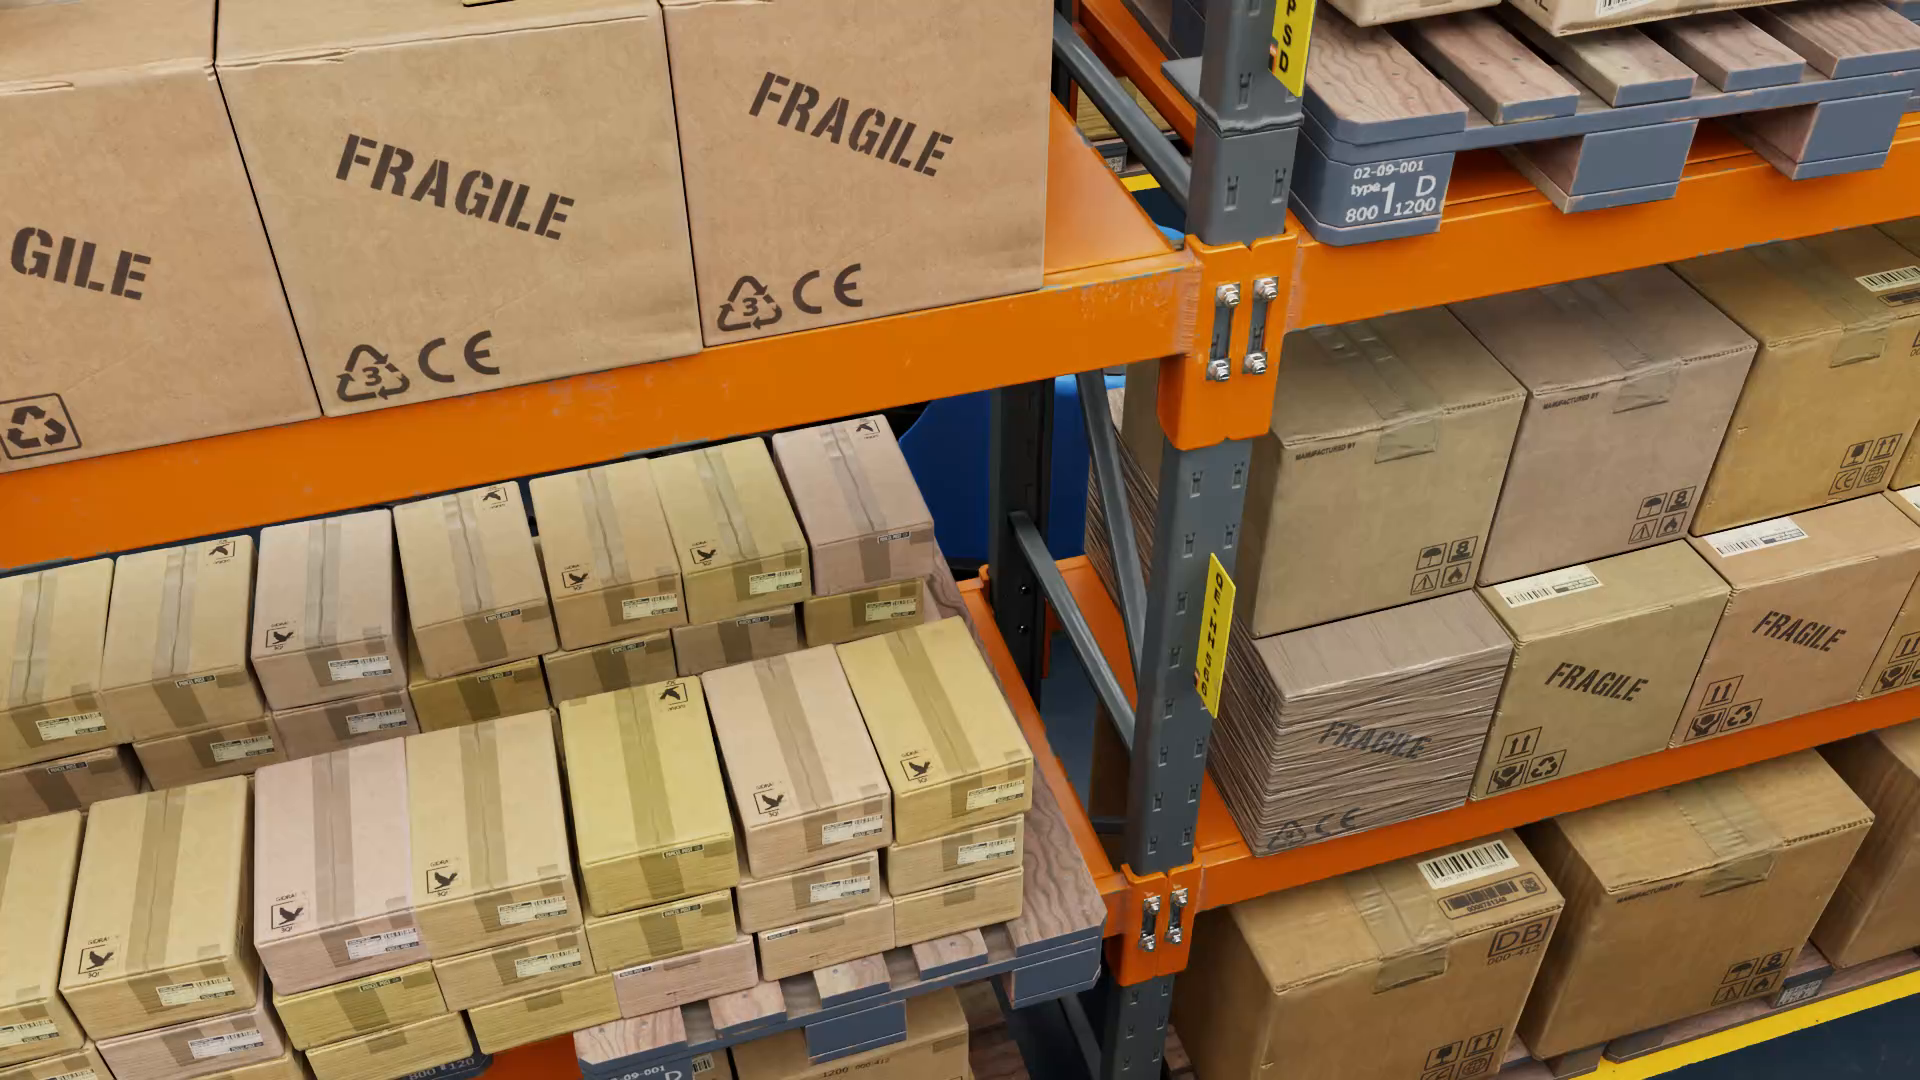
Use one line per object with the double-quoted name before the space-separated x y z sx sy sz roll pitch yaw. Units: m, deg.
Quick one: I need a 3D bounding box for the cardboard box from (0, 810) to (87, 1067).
"cardboard box" -1.535 0.642 2.655 0.250 0.149 0.380 -10 42 -12

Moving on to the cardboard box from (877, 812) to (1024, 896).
"cardboard box" -0.057 0.448 3.103 0.250 0.149 0.380 -11 42 -12

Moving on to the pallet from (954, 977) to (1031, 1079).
"pallet" -0.469 1.443 4.437 1.213 0.211 1.003 -12 42 -13

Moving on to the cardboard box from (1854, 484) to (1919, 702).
"cardboard box" 2.228 -0.016 3.912 0.500 0.500 0.500 -12 43 -14

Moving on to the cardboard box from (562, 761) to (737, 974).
"cardboard box" -0.562 0.555 2.980 0.250 0.149 0.380 -11 42 -12

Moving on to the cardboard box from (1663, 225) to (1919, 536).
"cardboard box" 1.679 -0.460 3.661 0.500 0.500 0.700 -12 43 -14

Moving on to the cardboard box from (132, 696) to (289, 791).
"cardboard box" -1.472 0.289 3.285 0.250 0.149 0.380 -12 43 -13

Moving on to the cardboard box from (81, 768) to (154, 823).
"cardboard box" -1.723 0.452 3.325 0.250 0.149 0.380 -13 43 -14

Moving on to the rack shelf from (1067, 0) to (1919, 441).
"rack shelf" 2.185 -1.014 3.398 4.000 0.370 1.077 -12 42 -13

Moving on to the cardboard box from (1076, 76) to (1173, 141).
"cardboard box" 0.662 -2.418 8.416 0.625 0.372 0.950 -10 42 -12

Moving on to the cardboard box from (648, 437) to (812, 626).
"cardboard box" -0.477 -0.023 3.416 0.250 0.149 0.380 -13 43 -14

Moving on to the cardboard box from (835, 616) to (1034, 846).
"cardboard box" -0.053 0.337 3.004 0.250 0.149 0.380 -13 43 -15

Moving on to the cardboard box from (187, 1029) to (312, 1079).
"cardboard box" -1.280 0.812 2.912 0.250 0.149 0.380 -10 42 -12

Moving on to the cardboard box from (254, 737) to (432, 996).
"cardboard box" -1.028 0.536 2.776 0.250 0.149 0.380 -12 42 -13

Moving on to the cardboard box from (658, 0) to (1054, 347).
"cardboard box" -0.191 -0.655 2.364 0.500 0.500 0.500 -12 42 -13

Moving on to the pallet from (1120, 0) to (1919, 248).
"pallet" 0.875 -0.979 2.955 1.003 0.211 1.213 -10 42 -11

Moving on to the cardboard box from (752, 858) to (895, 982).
"cardboard box" -0.293 0.610 3.144 0.250 0.149 0.380 -12 43 -13

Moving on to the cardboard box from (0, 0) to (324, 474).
"cardboard box" -1.142 -0.452 2.132 0.500 0.500 0.500 -12 42 -13

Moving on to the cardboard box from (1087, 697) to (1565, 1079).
"cardboard box" 0.885 0.865 4.371 0.750 0.750 1.050 -12 43 -14

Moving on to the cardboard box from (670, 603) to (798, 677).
"cardboard box" -0.502 0.089 3.514 0.250 0.149 0.380 -10 42 -11

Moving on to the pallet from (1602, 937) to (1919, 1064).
"pallet" 2.213 0.943 5.011 1.213 0.211 1.003 -12 42 -13

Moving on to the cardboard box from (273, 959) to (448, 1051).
"cardboard box" -1.038 0.652 2.870 0.250 0.149 0.380 -12 43 -13

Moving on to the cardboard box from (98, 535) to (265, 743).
"cardboard box" -1.475 0.183 3.181 0.250 0.149 0.380 -10 42 -12

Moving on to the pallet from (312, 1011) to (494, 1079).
"pallet" -1.599 0.729 3.282 1.213 0.211 1.003 -12 42 -13

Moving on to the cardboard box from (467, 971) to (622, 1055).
"cardboard box" -0.777 0.708 3.031 0.250 0.149 0.380 -12 43 -14

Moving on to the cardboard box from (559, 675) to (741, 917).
"cardboard box" -0.543 0.437 2.890 0.250 0.149 0.380 -10 42 -12

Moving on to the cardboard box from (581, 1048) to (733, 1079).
"cardboard box" -0.775 1.147 3.668 0.500 0.250 0.500 -11 42 -12

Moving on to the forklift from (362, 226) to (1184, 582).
"forklift" -0.718 -1.196 5.391 3.031 2.935 1.130 4 41 5

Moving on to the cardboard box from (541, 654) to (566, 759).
"cardboard box" -0.980 0.299 3.500 0.250 0.149 0.380 -10 42 -11

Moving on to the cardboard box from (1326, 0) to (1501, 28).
"cardboard box" 0.644 -0.957 2.581 0.250 0.149 0.380 -13 43 -15

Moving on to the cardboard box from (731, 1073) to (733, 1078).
"cardboard box" -0.768 1.417 3.928 0.500 0.500 0.500 -10 42 -11

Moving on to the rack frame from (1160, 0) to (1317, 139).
"rack frame" 0.277 -2.019 1.722 0.127 3.000 1.000 -12 42 -13

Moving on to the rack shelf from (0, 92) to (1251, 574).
"rack shelf" -1.630 -0.224 2.493 4.000 0.370 1.077 -12 42 -13

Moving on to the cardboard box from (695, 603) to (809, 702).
"cardboard box" -0.466 0.191 3.623 0.250 0.149 0.380 -10 42 -11

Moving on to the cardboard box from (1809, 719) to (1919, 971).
"cardboard box" 2.606 0.506 4.782 0.750 0.750 1.050 -12 42 -13

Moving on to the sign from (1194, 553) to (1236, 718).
"sign" 0.449 0.172 2.953 0.005 0.325 0.100 -12 42 -13

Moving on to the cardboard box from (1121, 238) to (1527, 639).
"cardboard box" 0.708 -0.257 3.428 0.500 0.500 0.700 -12 43 -13

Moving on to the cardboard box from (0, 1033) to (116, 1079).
"cardboard box" -1.533 0.755 2.751 0.250 0.149 0.380 -13 43 -14

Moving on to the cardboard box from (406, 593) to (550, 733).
"cardboard box" -0.996 0.194 3.394 0.250 0.149 0.380 -12 42 -13

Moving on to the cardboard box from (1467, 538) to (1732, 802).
"cardboard box" 1.271 0.181 3.687 0.500 0.500 0.500 -12 43 -13

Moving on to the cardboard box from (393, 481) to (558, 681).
"cardboard box" -0.965 0.074 3.305 0.250 0.149 0.380 -13 43 -15
